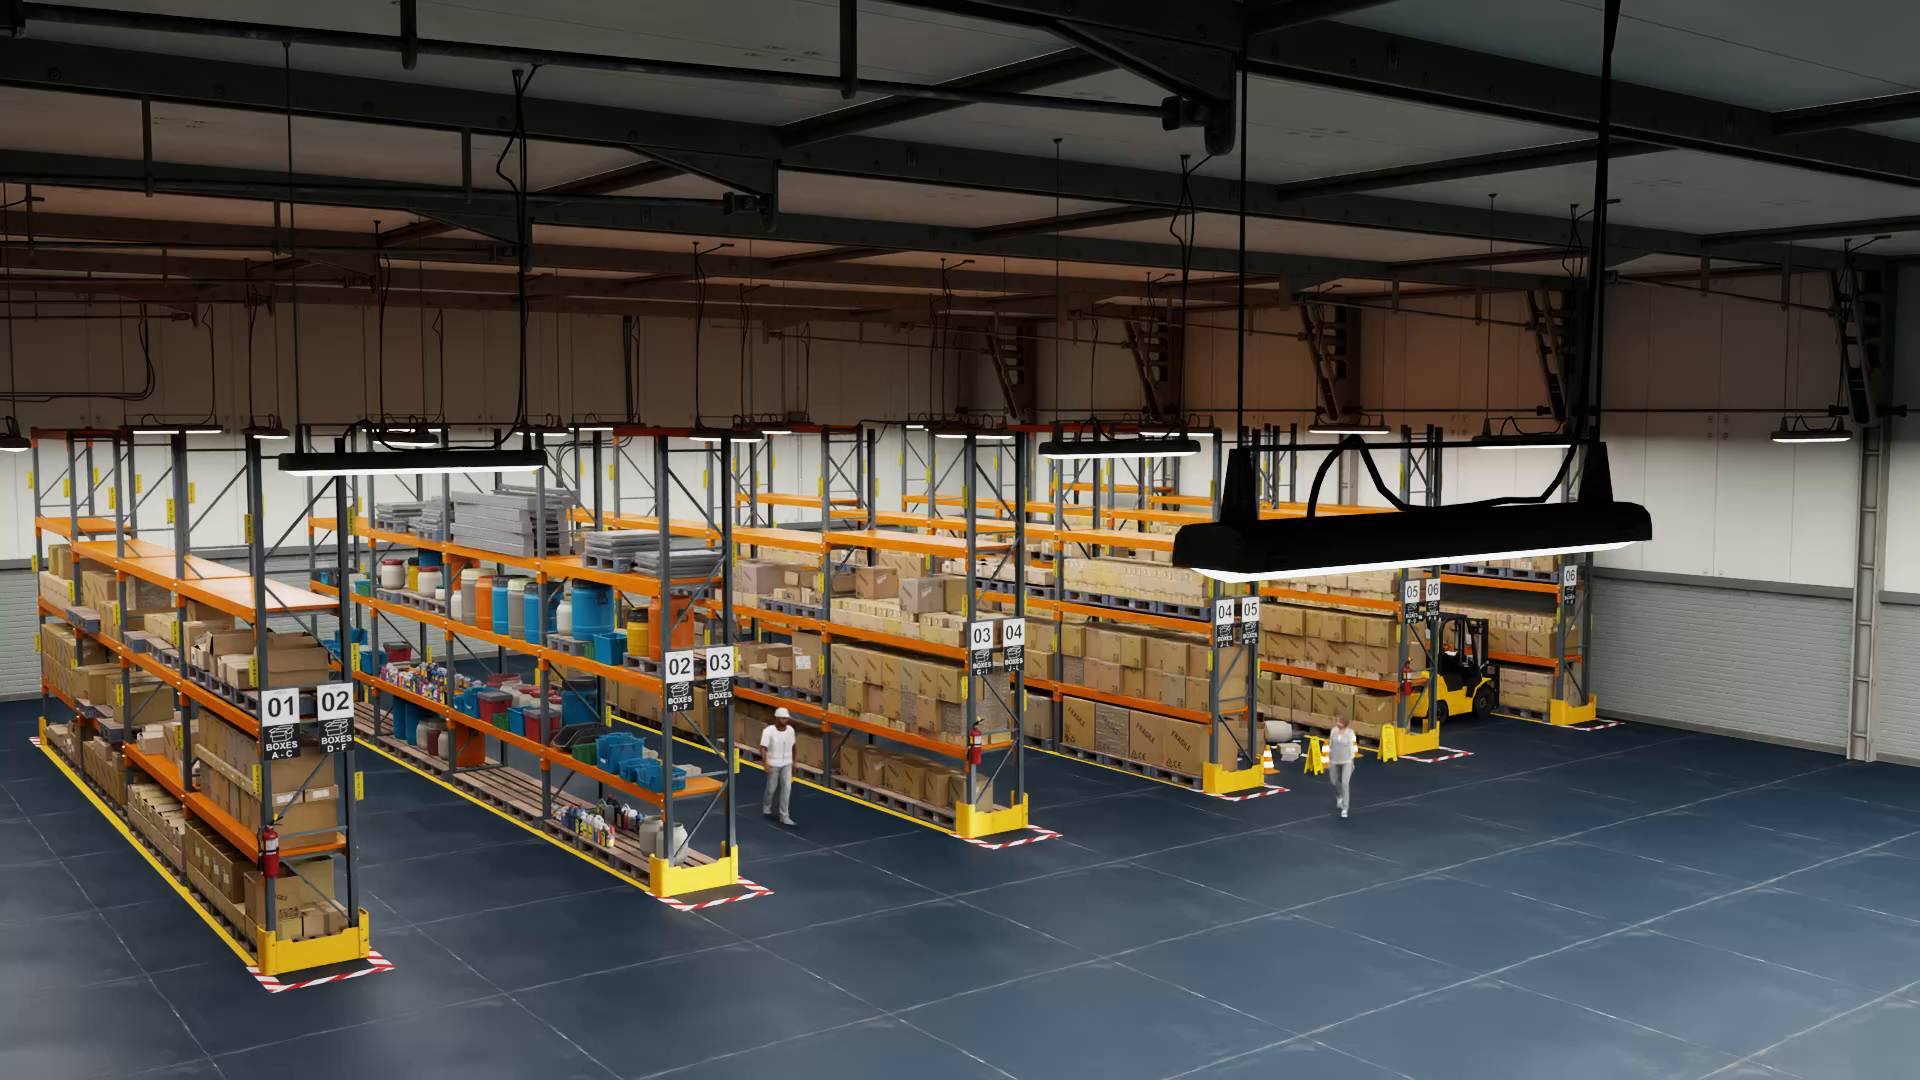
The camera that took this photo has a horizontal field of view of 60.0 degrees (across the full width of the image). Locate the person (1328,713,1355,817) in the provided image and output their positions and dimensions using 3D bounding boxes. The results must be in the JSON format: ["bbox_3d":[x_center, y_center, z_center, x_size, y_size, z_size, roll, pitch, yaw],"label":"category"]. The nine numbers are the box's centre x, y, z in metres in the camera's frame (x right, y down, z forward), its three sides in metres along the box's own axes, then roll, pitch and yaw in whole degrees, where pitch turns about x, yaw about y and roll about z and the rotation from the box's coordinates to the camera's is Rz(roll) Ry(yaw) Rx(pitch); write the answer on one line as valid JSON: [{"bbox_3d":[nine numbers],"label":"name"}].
[{"bbox_3d":[5.989,3.486,26.044,0.402,1.590,0.684,3,5,31],"label":"person"}]

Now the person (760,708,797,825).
[{"bbox_3d":[-2.759,3.457,25.619,0.677,1.738,0.847,-3,5,-34],"label":"person"}]
